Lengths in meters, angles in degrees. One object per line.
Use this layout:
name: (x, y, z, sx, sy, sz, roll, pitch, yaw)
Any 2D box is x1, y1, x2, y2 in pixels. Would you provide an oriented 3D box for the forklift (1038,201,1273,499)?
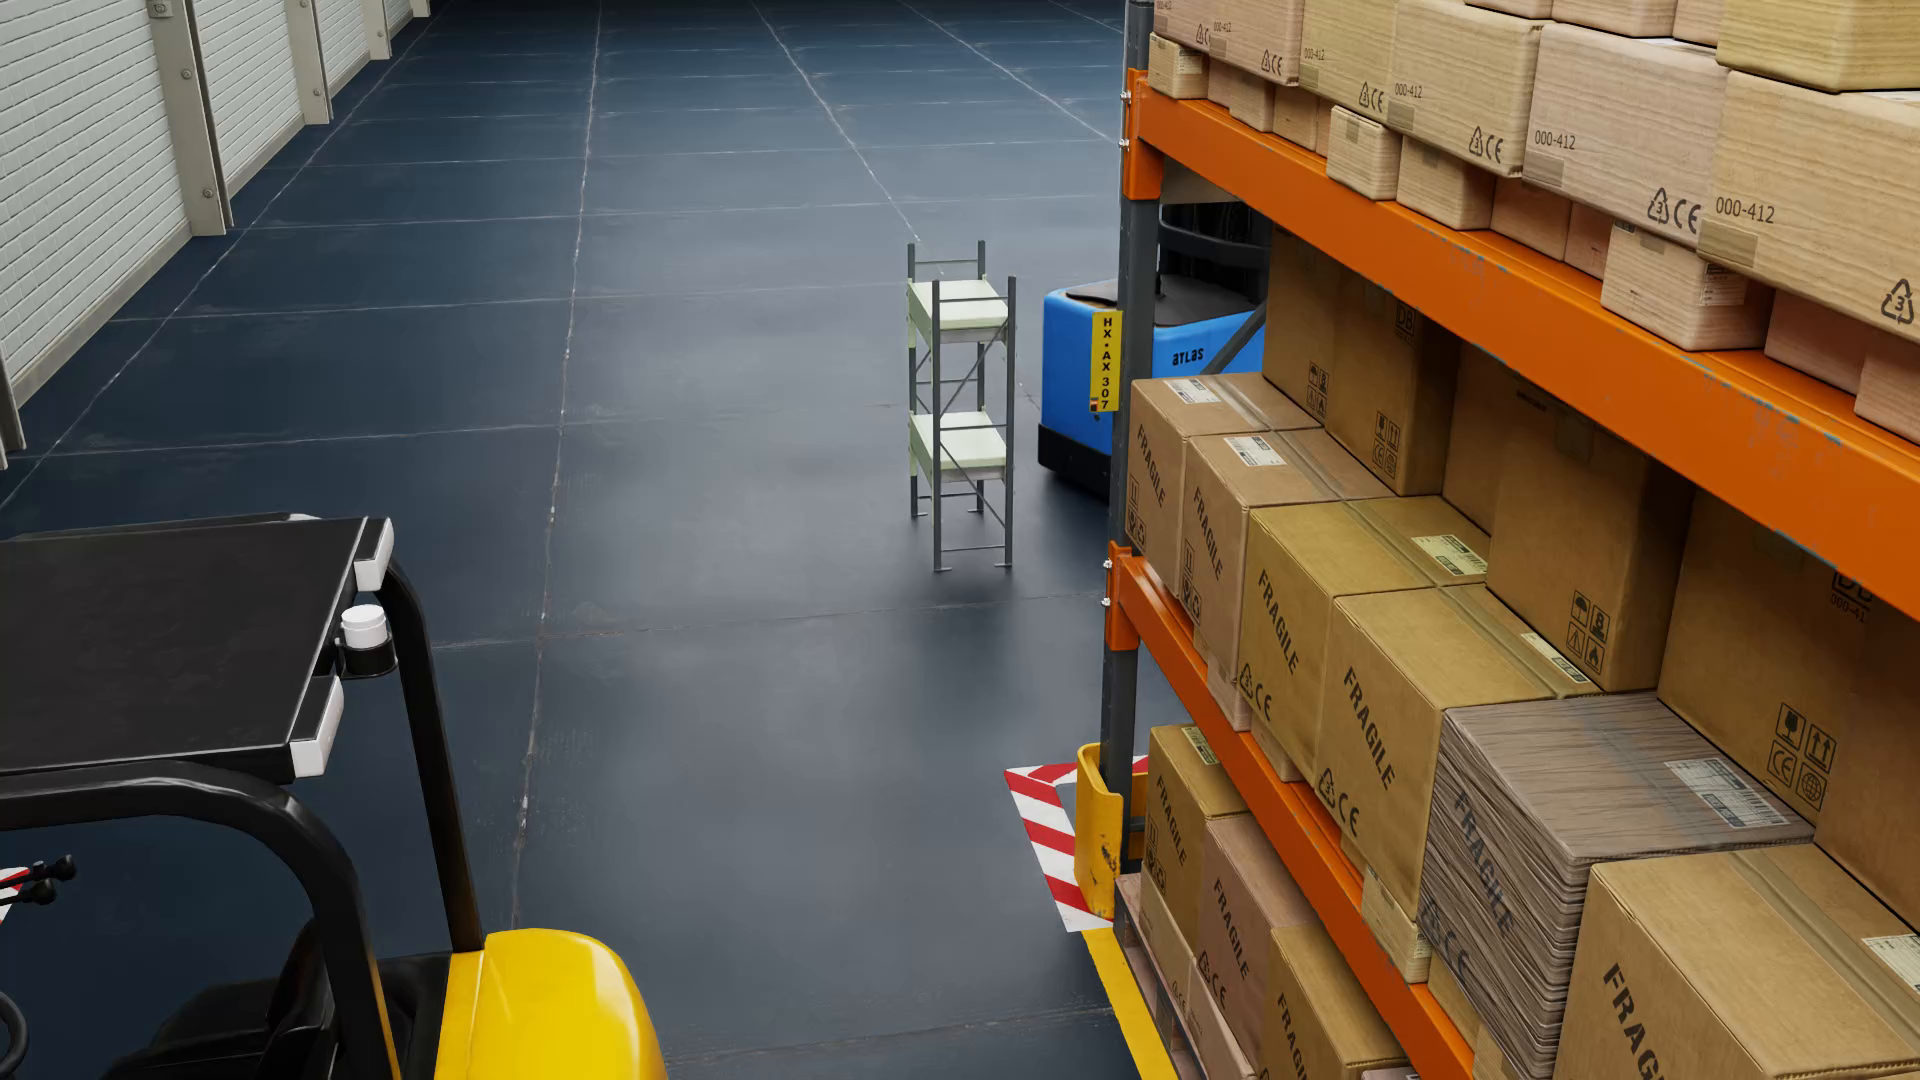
forklift: (1.951, -1.912, 9.467, 3.031, 2.935, 1.130, -15, 28, -31)

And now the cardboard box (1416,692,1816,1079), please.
cardboard box: (1.203, 0.629, 3.065, 0.500, 0.500, 0.500, -4, 24, -8)

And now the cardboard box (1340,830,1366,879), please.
cardboard box: (1.091, 0.681, 3.758, 0.380, 0.149, 0.250, -5, 24, -11)

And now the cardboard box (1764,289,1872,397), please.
cardboard box: (1.342, -0.295, 2.245, 0.380, 0.149, 0.250, -5, 24, -12)

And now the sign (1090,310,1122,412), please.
sign: (0.459, -0.556, 5.195, 0.100, 0.325, 0.005, -4, 24, -10)

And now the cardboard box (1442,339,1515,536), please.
cardboard box: (1.583, -0.263, 3.858, 0.700, 0.500, 0.500, -5, 24, -10)

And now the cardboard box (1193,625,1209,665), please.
cardboard box: (0.881, 0.273, 4.692, 0.380, 0.149, 0.250, -5, 24, -11)

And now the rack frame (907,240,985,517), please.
rack frame: (-0.069, -0.834, 8.785, 0.400, 1.500, 0.023, -4, 24, -10)

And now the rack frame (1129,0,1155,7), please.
rack frame: (0.992, -2.949, 4.259, 1.000, 3.000, 0.127, -4, 24, -10)

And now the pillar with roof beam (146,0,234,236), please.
pillar with roof beam: (-2.631, -7.278, 14.172, 9.100, 9.000, 0.400, -4, 24, -10)

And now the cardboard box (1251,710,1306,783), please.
cardboard box: (0.964, 0.475, 4.228, 0.380, 0.149, 0.250, -4, 24, -8)

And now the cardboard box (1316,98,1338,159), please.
cardboard box: (1.009, -0.902, 3.633, 0.380, 0.149, 0.250, -5, 24, -11)

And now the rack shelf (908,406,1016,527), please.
rack shelf: (-0.001, -0.391, 8.586, 0.431, 0.370, 0.720, -4, 24, -10)

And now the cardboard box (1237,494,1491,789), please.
cardboard box: (1.001, 0.229, 3.982, 0.500, 0.500, 0.500, -5, 24, -11)

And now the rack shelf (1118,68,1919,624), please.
rack shelf: (1.362, -0.458, 3.202, 1.077, 0.370, 4.000, -4, 24, -10)

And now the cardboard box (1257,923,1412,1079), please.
cardboard box: (1.060, 1.274, 4.058, 0.500, 0.500, 0.500, -4, 24, -9)

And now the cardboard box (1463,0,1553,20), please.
cardboard box: (1.078, -0.963, 2.776, 0.380, 0.149, 0.250, -4, 24, -9)

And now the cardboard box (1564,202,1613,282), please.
cardboard box: (1.232, -0.502, 2.717, 0.380, 0.149, 0.250, -4, 24, -9)

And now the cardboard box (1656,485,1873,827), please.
cardboard box: (1.724, 0.142, 2.931, 0.700, 0.500, 0.500, -5, 24, -11)

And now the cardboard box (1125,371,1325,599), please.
cardboard box: (0.807, -0.175, 4.907, 0.500, 0.500, 0.500, -5, 24, -11)

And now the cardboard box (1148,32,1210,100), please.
cardboard box: (0.734, -1.305, 4.556, 0.380, 0.149, 0.250, -4, 24, -10)

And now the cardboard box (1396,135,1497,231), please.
cardboard box: (1.066, -0.696, 3.163, 0.380, 0.149, 0.250, -5, 24, -11)

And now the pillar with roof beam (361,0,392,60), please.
pillar with roof beam: (-4.850, -11.998, 24.979, 9.100, 9.000, 0.400, -4, 24, -10)

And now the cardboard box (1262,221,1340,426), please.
cardboard box: (1.301, -0.655, 4.757, 0.700, 0.500, 0.500, -5, 24, -11)

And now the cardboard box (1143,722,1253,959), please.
cardboard box: (0.874, 0.871, 4.981, 0.500, 0.500, 0.500, -5, 24, -12)

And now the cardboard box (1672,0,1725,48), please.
cardboard box: (1.251, -0.769, 2.332, 0.380, 0.149, 0.250, -5, 24, -11)

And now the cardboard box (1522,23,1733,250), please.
cardboard box: (1.211, -0.623, 2.496, 0.500, 0.250, 0.500, -5, 24, -11)

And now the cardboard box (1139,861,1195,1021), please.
cardboard box: (0.869, 1.205, 5.153, 0.500, 0.250, 0.500, -5, 24, -10)

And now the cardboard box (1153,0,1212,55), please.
cardboard box: (0.823, -1.425, 4.332, 0.500, 0.250, 0.500, -5, 24, -11)

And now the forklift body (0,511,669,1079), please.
forklift body: (-1.742, 1.169, 3.387, 2.313, 2.155, 1.214, -4, 24, -10)

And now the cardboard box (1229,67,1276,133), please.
cardboard box: (0.886, -1.101, 4.090, 0.380, 0.149, 0.250, -4, 24, -8)

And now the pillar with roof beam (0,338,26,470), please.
pillar with roof beam: (-1.521, -4.918, 8.768, 9.100, 9.000, 0.400, -4, 24, -10)

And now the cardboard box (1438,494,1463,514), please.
cardboard box: (1.451, 0.008, 4.487, 0.500, 0.500, 0.500, -4, 24, -10)

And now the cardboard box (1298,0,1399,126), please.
cardboard box: (1.027, -1.024, 3.416, 0.500, 0.250, 0.500, -4, 24, -8)

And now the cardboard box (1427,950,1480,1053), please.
cardboard box: (1.164, 0.883, 3.295, 0.380, 0.149, 0.250, -5, 24, -11)

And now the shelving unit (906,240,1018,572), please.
shelving unit: (-0.001, -0.690, 8.456, 0.431, 1.500, 0.755, -4, 24, -10)
